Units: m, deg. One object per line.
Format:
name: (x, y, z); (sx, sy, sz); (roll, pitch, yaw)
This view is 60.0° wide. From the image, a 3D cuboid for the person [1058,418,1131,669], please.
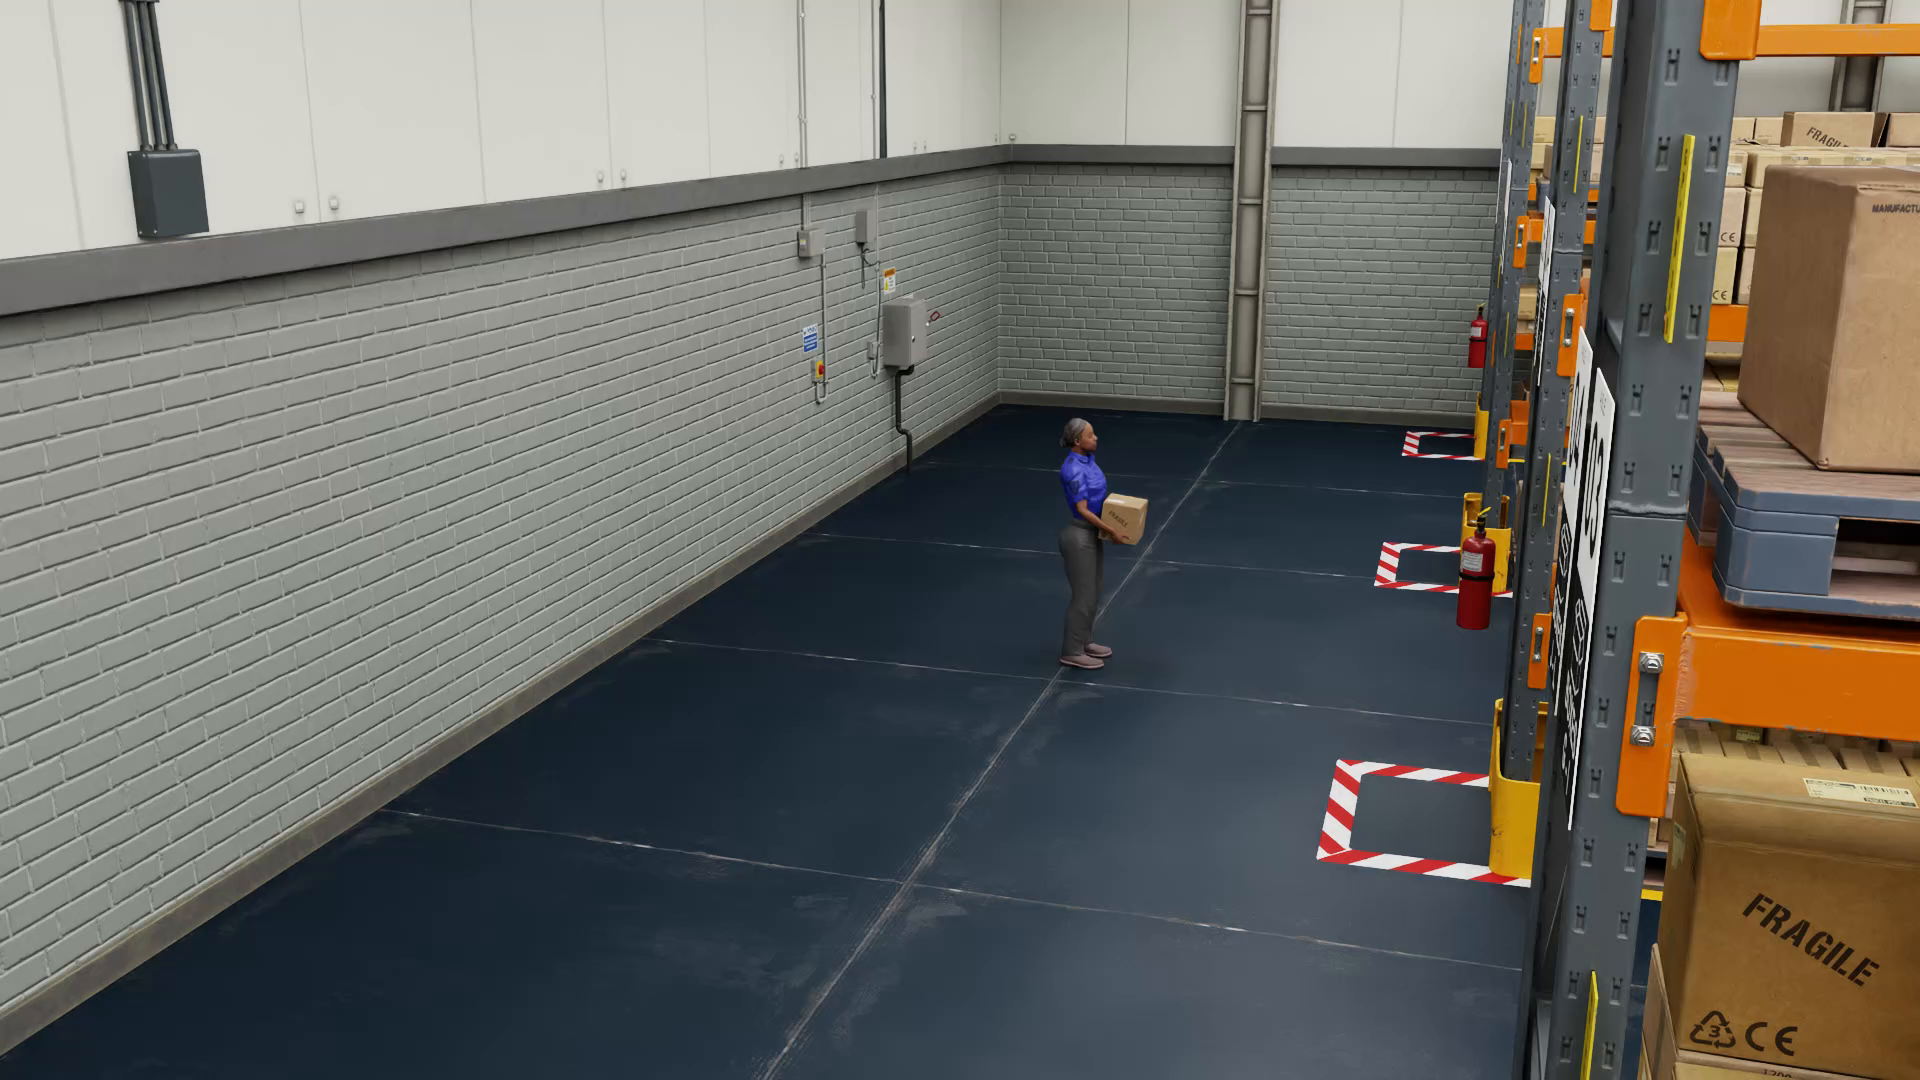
person: (0.896, 0.018, 10.982); (0.522, 1.646, 0.450); (5, 16, 17)
